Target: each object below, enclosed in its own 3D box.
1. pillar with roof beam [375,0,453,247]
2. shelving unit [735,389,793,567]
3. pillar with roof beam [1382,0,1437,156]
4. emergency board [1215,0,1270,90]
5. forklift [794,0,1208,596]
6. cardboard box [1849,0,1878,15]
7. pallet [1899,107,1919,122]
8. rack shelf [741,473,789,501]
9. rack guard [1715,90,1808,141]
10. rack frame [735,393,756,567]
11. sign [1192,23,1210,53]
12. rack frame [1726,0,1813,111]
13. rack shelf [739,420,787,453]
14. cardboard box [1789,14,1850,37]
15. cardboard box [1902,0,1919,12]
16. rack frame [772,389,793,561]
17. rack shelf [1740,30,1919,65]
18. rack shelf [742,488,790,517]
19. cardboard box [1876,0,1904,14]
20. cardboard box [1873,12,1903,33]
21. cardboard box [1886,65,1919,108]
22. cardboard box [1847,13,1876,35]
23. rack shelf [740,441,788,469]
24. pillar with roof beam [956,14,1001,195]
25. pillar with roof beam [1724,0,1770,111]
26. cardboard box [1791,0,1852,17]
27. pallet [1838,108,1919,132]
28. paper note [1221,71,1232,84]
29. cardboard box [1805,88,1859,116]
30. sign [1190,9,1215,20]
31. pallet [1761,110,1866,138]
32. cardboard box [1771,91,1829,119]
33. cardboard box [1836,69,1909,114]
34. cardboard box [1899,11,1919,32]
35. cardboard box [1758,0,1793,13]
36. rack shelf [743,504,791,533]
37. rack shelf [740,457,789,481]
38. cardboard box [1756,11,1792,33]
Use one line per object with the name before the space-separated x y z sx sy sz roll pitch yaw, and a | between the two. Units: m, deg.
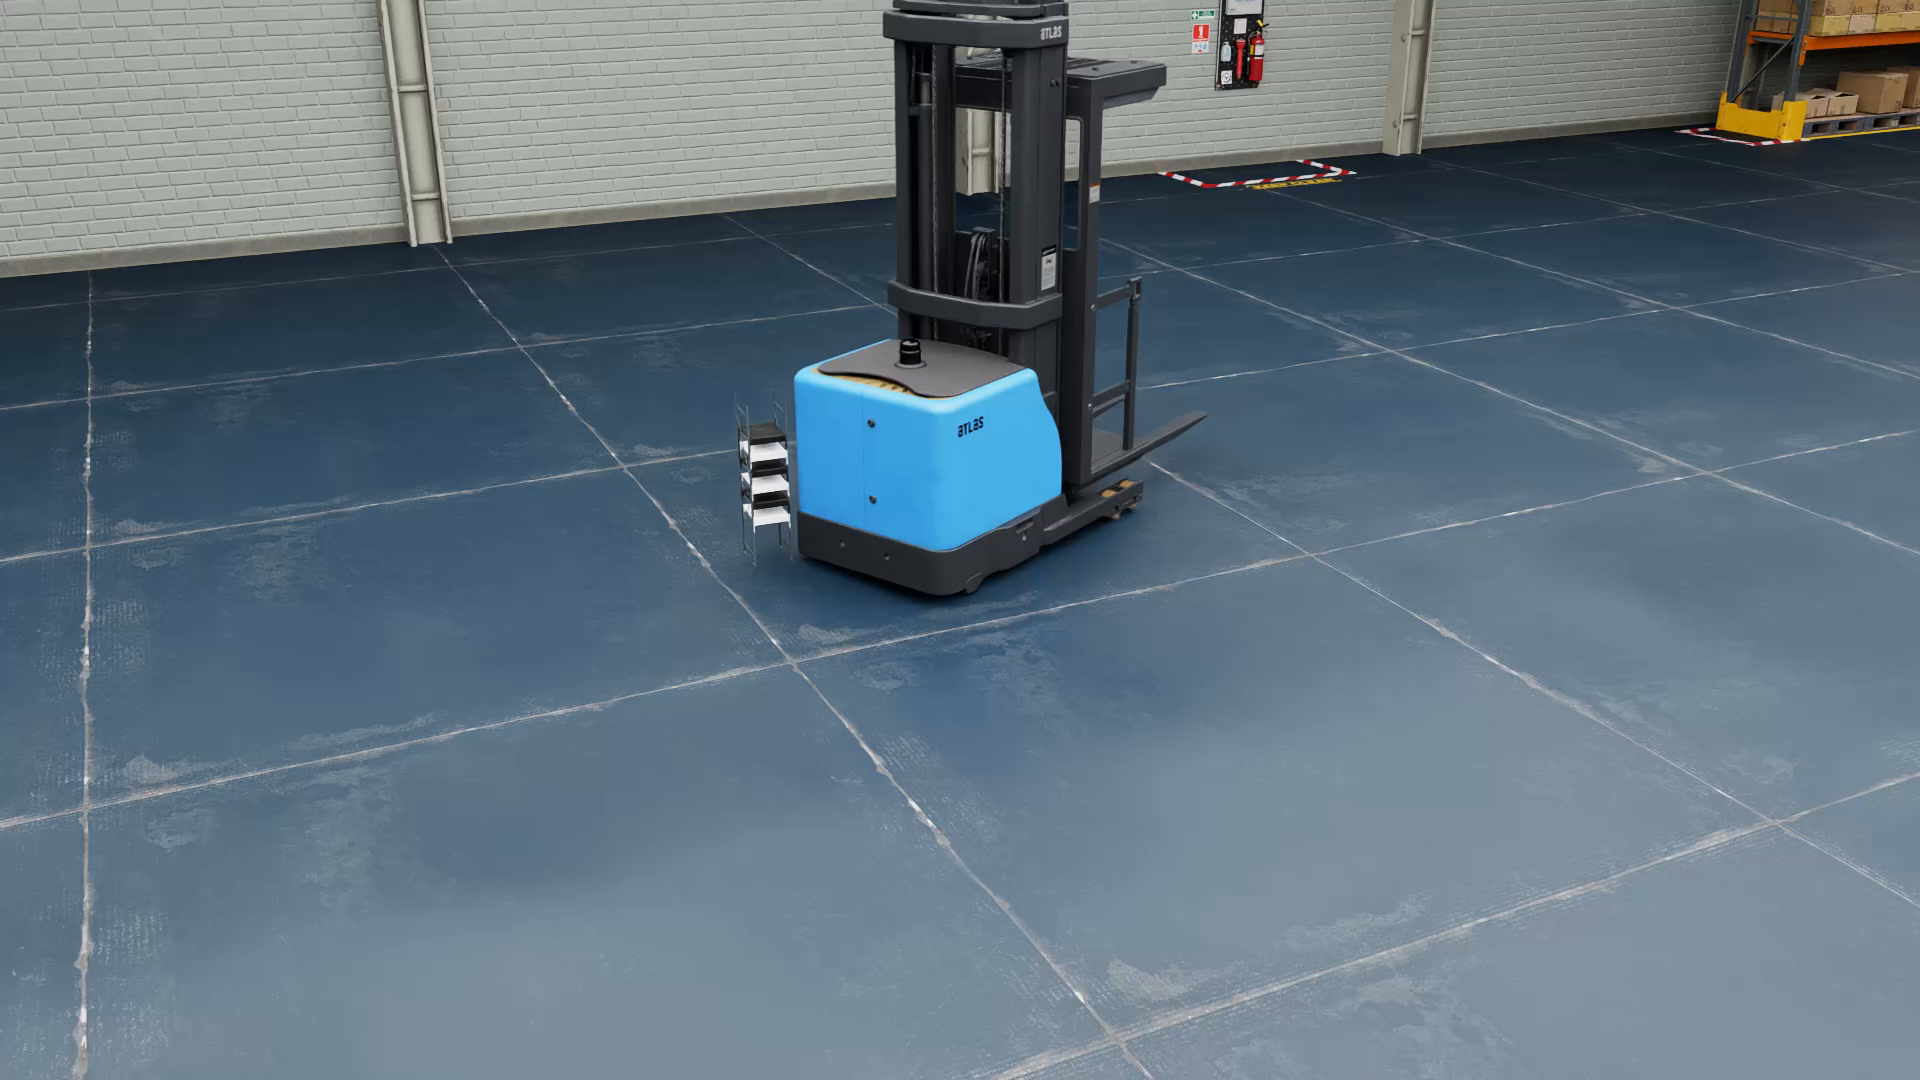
pillar with roof beam | -3.342 -5.605 11.024 0.400 9.000 9.100 -10 25 -24
shelving unit | -1.044 -0.328 8.866 0.210 0.900 0.258 -9 24 -20
pillar with roof beam | 7.471 -7.595 15.833 0.400 9.000 9.100 -10 25 -24
emergency board | 3.360 -5.910 19.606 0.643 1.169 0.194 -10 25 -24
forklift | 0.412 -1.575 9.222 1.130 2.935 3.031 16 27 34
cardboard box | 11.765 -7.229 21.980 0.500 0.500 0.500 -10 25 -23
pallet | 13.769 -6.139 23.806 1.213 0.211 1.003 -10 25 -24
rack shelf | -1.044 -0.297 8.879 0.200 0.077 0.258 -9 24 -20
rack guard | 10.823 -5.746 22.477 0.348 0.500 1.175 -10 25 -24
rack frame | -1.139 -0.314 8.831 0.006 0.900 0.240 -9 24 -20
sign | 2.818 -5.870 19.463 0.234 0.329 0.001 -10 25 -24
rack frame | 10.754 -6.888 21.968 0.127 3.000 1.000 -10 25 -24
rack shelf | -1.044 -0.547 8.775 0.200 0.077 0.258 -9 24 -20
cardboard box | 11.332 -6.799 21.924 0.500 0.250 0.500 -11 25 -25
cardboard box | 12.693 -7.402 22.399 0.500 0.500 0.500 -10 24 -22
rack frame | -0.950 -0.343 8.901 0.006 0.900 0.240 -9 24 -20
rack shelf | 12.557 -6.887 22.907 4.000 0.370 1.077 -10 25 -24
rack shelf | -1.044 -0.214 8.913 0.200 0.077 0.258 -9 24 -20
cardboard box | 12.233 -7.312 22.182 0.500 0.500 0.500 -11 25 -25
cardboard box | 12.255 -6.973 22.343 0.500 0.250 0.500 -11 25 -24
cardboard box | 13.441 -6.414 23.516 0.500 0.500 0.500 -12 26 -28
cardboard box | 11.794 -6.891 22.144 0.500 0.250 0.500 -11 25 -25
rack shelf | -1.044 -0.464 8.810 0.200 0.077 0.258 -9 24 -20
pillar with roof beam | 2.064 -6.600 13.429 0.400 9.000 9.100 -10 25 -24
pillar with roof beam | 12.877 -8.591 18.237 0.400 9.000 9.100 -10 25 -24
cardboard box | 11.315 -7.150 21.791 0.500 0.500 0.500 -10 25 -24
pallet | 12.668 -5.936 23.313 1.213 0.211 1.003 -10 25 -24
paper note | 3.171 -5.498 19.761 0.142 0.148 0.016 -10 25 -24
cardboard box | 11.931 -6.027 22.829 0.500 0.311 0.500 -8 24 -19
sign | 2.826 -6.113 19.357 0.331 0.109 0.001 -10 25 -24
pallet | 11.570 -5.735 22.828 1.213 0.211 1.003 -10 25 -24
cardboard box | 11.417 -5.933 22.601 0.500 0.311 0.500 -14 26 -30
cardboard box | 12.613 -6.219 23.045 0.500 0.500 0.700 -12 25 -27
cardboard box | 12.712 -7.056 22.544 0.500 0.250 0.500 -10 25 -23
cardboard box | 11.087 -7.326 22.215 0.500 0.500 0.500 -11 25 -24
rack shelf | -1.044 -0.131 8.948 0.200 0.077 0.258 -9 24 -20
rack shelf | -1.044 -0.380 8.844 0.200 0.077 0.258 -9 24 -20
cardboard box | 11.092 -6.972 22.342 0.500 0.250 0.500 -10 25 -23
